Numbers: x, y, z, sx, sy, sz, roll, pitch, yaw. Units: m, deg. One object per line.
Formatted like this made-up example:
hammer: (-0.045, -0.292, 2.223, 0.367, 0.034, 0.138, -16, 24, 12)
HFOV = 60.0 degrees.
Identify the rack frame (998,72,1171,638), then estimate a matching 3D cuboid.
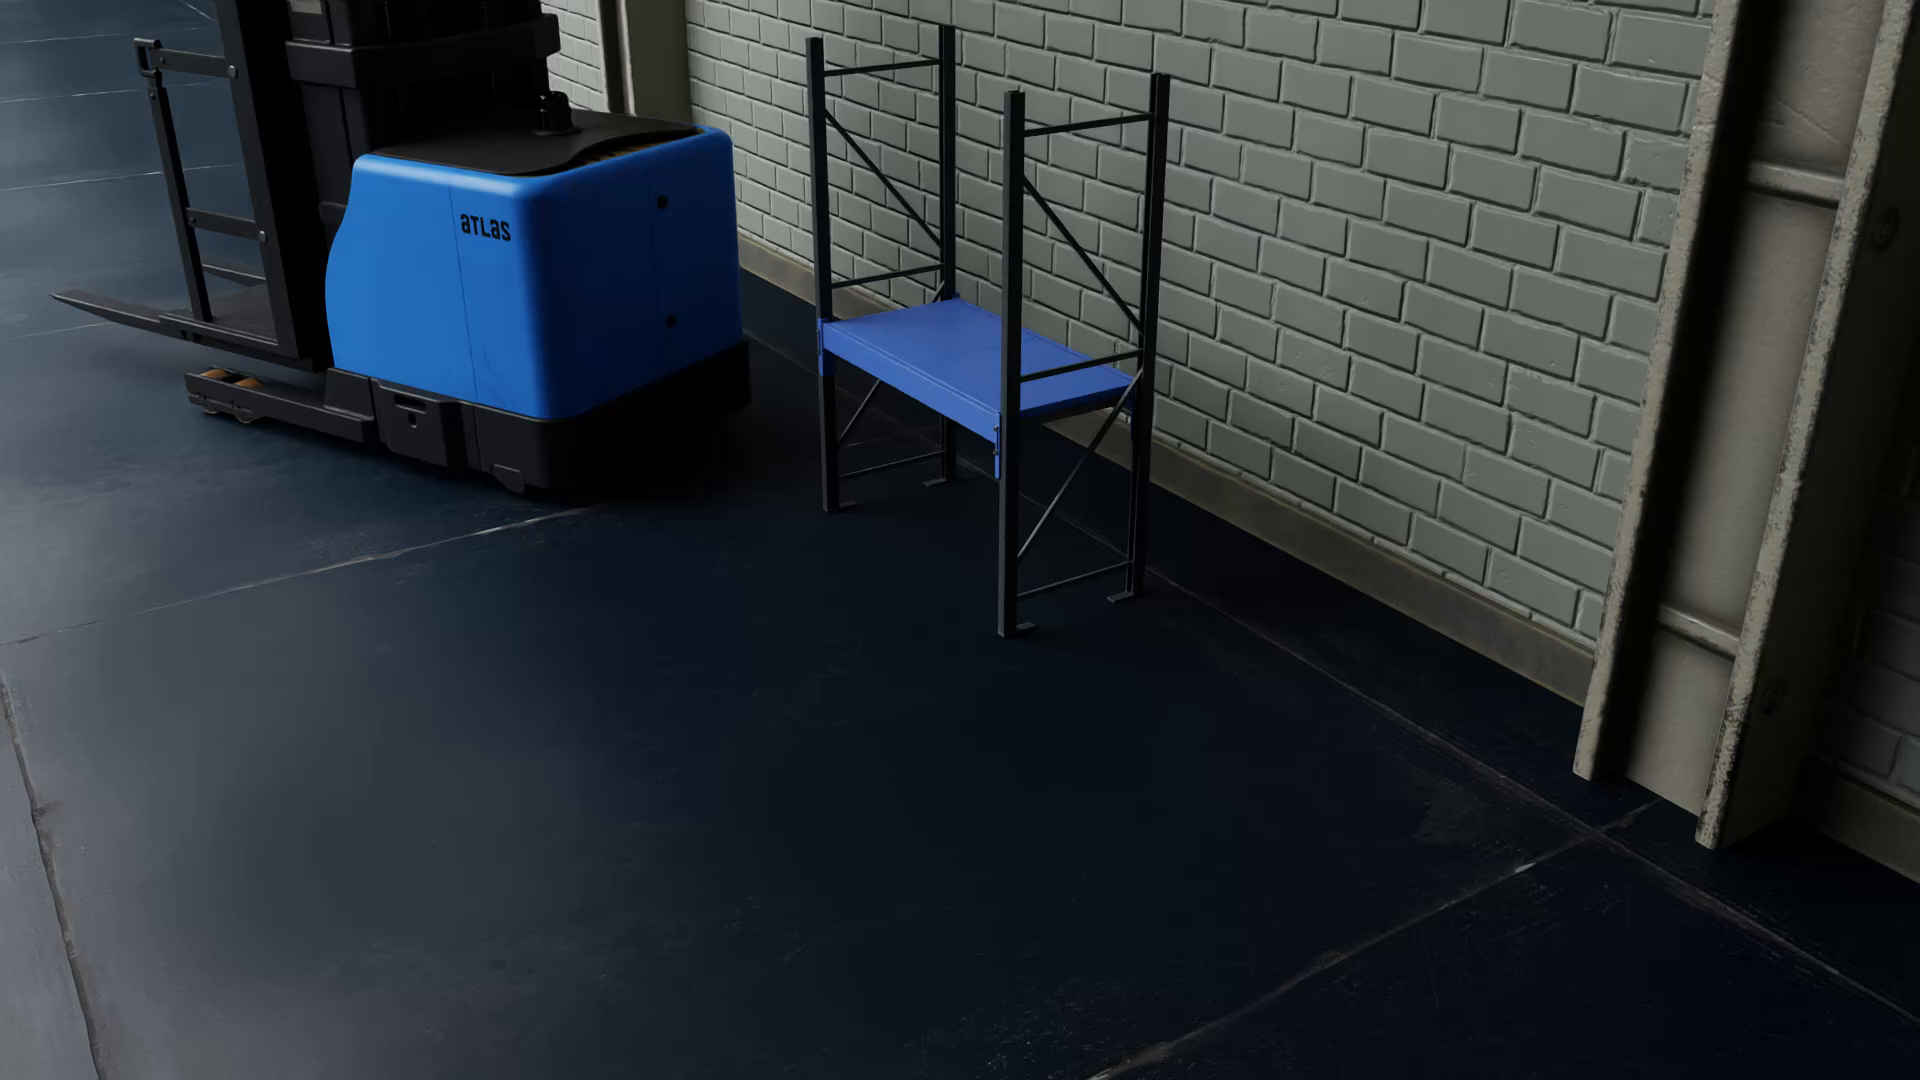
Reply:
rack frame: (0.324, -0.466, 4.480, 0.500, 1.500, 0.032, -16, 29, -30)

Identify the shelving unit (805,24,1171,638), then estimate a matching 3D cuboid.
shelving unit: (0.047, -0.648, 4.865, 0.538, 1.500, 1.048, -16, 29, -30)

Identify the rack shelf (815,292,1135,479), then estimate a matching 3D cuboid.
rack shelf: (0.047, -0.485, 4.942, 0.538, 0.185, 1.000, -16, 29, -30)

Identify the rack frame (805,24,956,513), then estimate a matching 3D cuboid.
rack frame: (-0.231, -0.830, 5.250, 0.500, 1.500, 0.032, -16, 29, -30)

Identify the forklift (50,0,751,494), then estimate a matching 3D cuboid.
forklift: (-2.302, -1.932, 5.908, 3.031, 2.935, 1.130, 14, 29, 28)

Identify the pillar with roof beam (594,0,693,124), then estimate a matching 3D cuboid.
pillar with roof beam: (-5.155, -4.614, 4.483, 9.100, 9.000, 0.400, -16, 29, -30)
